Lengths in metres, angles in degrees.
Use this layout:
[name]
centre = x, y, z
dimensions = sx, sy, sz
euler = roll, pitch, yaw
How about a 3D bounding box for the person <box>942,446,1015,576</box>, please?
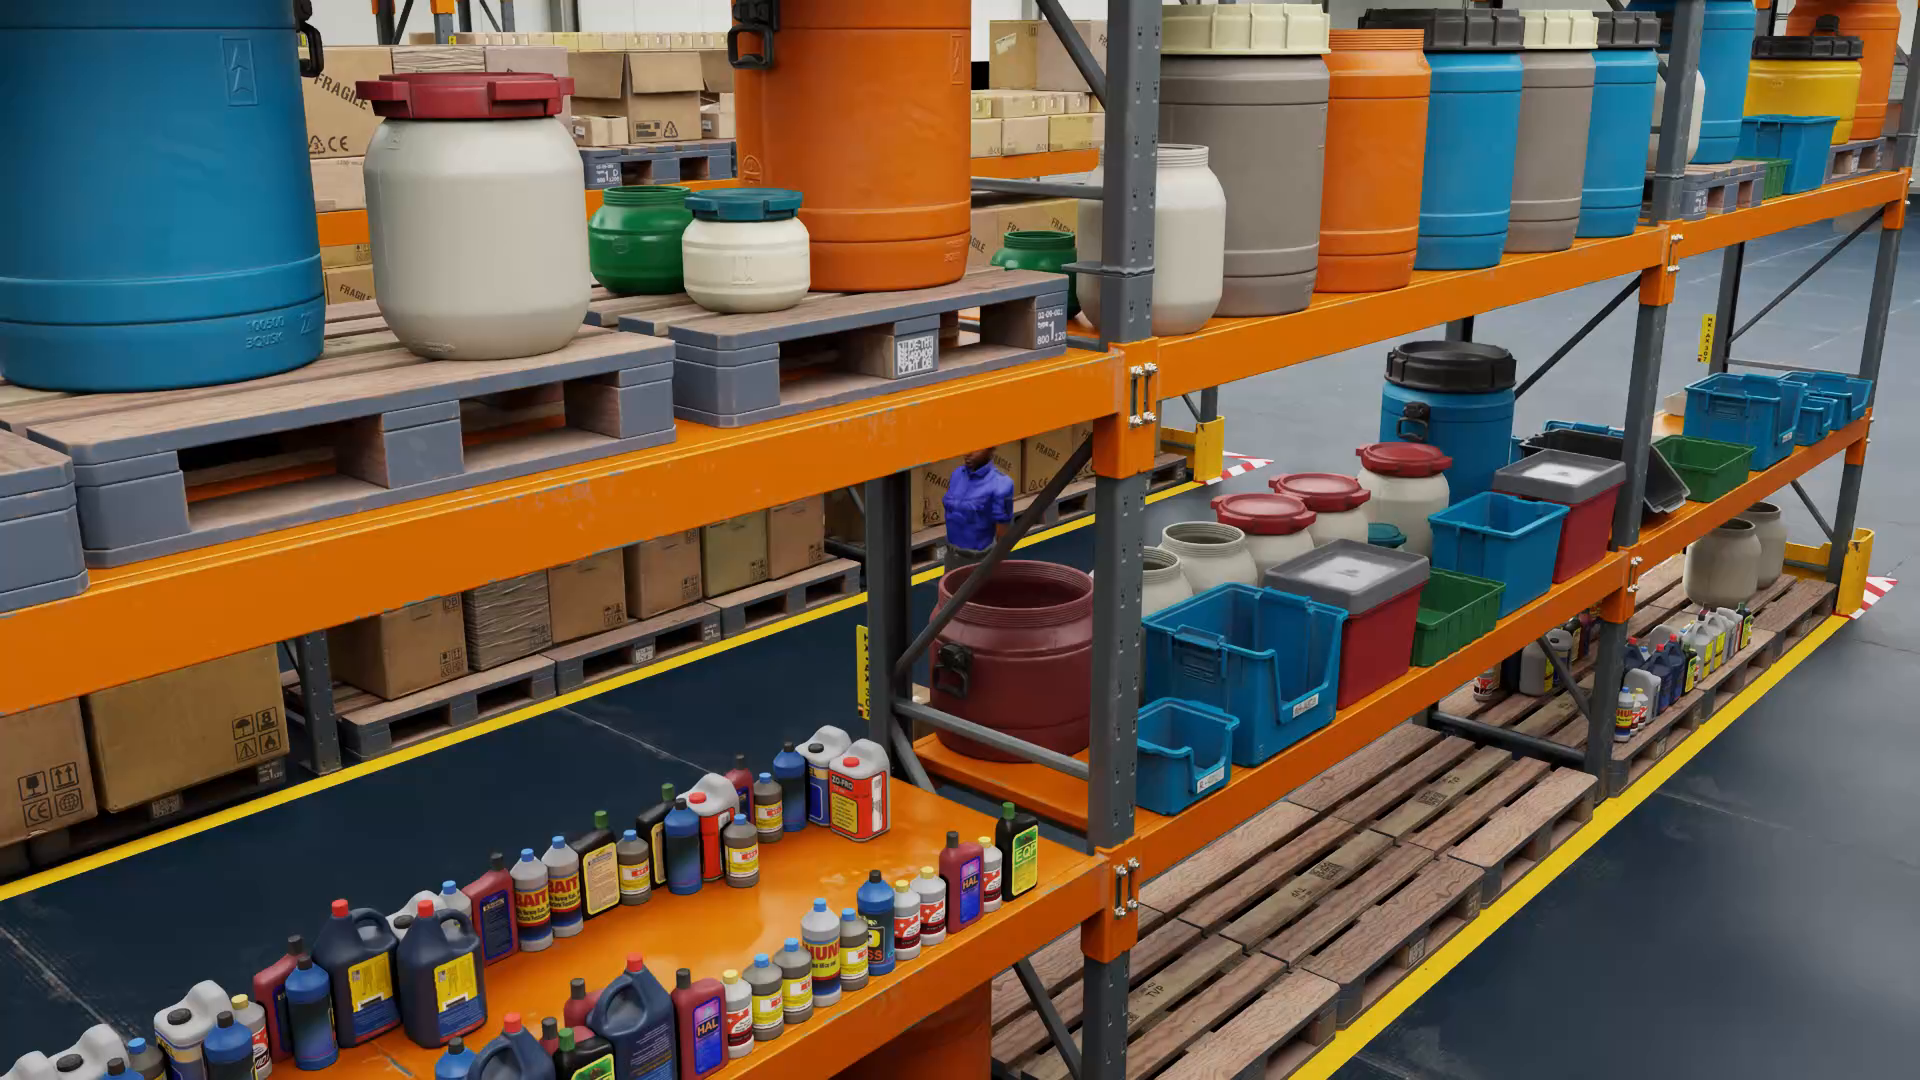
[person]
centre = 0.091, 0.181, 9.011
dimensions = 0.436, 1.679, 0.316
euler = 15, 23, 41
